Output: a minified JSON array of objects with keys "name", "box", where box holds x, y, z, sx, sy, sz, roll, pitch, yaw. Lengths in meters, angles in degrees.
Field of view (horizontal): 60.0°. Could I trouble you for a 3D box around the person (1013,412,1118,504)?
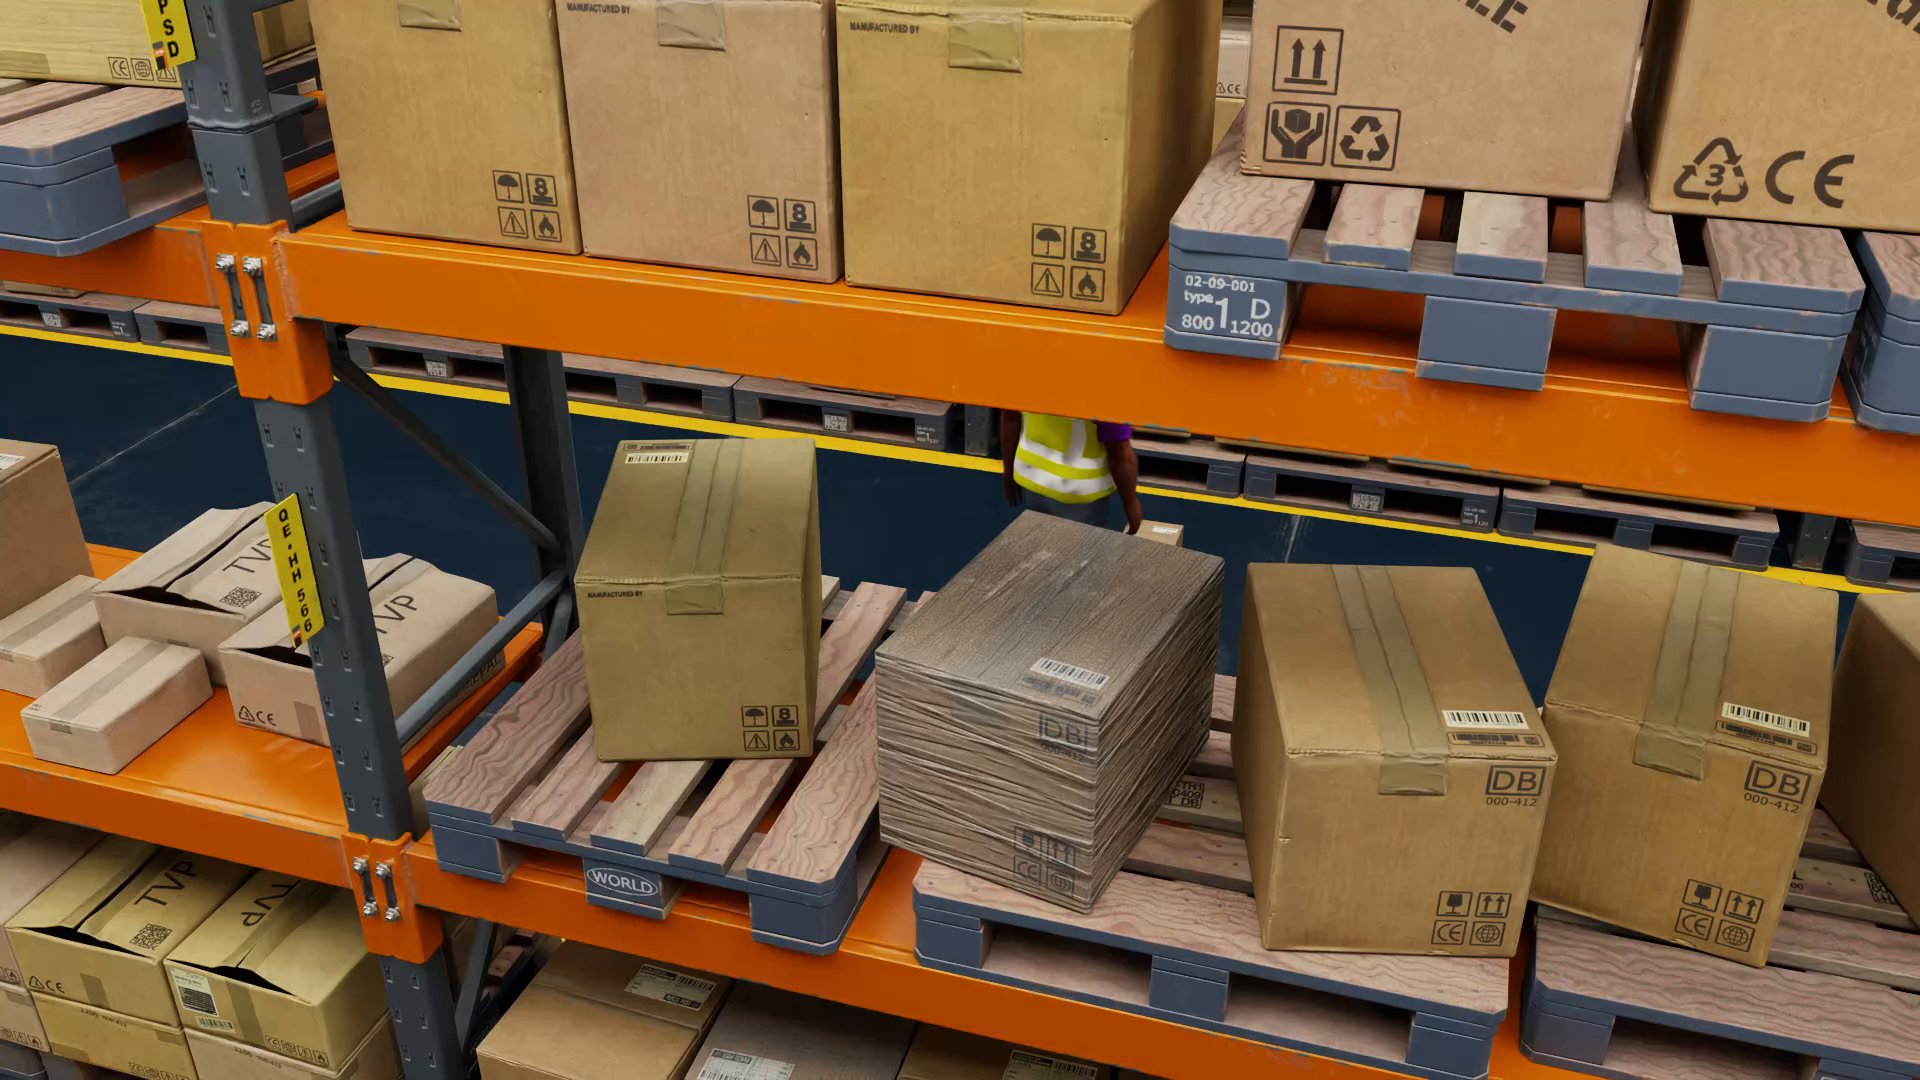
[{"name":"person","box":[-6.516,2.464,0.235,19.833,3.238,0.516,-25,38,-38]}]
